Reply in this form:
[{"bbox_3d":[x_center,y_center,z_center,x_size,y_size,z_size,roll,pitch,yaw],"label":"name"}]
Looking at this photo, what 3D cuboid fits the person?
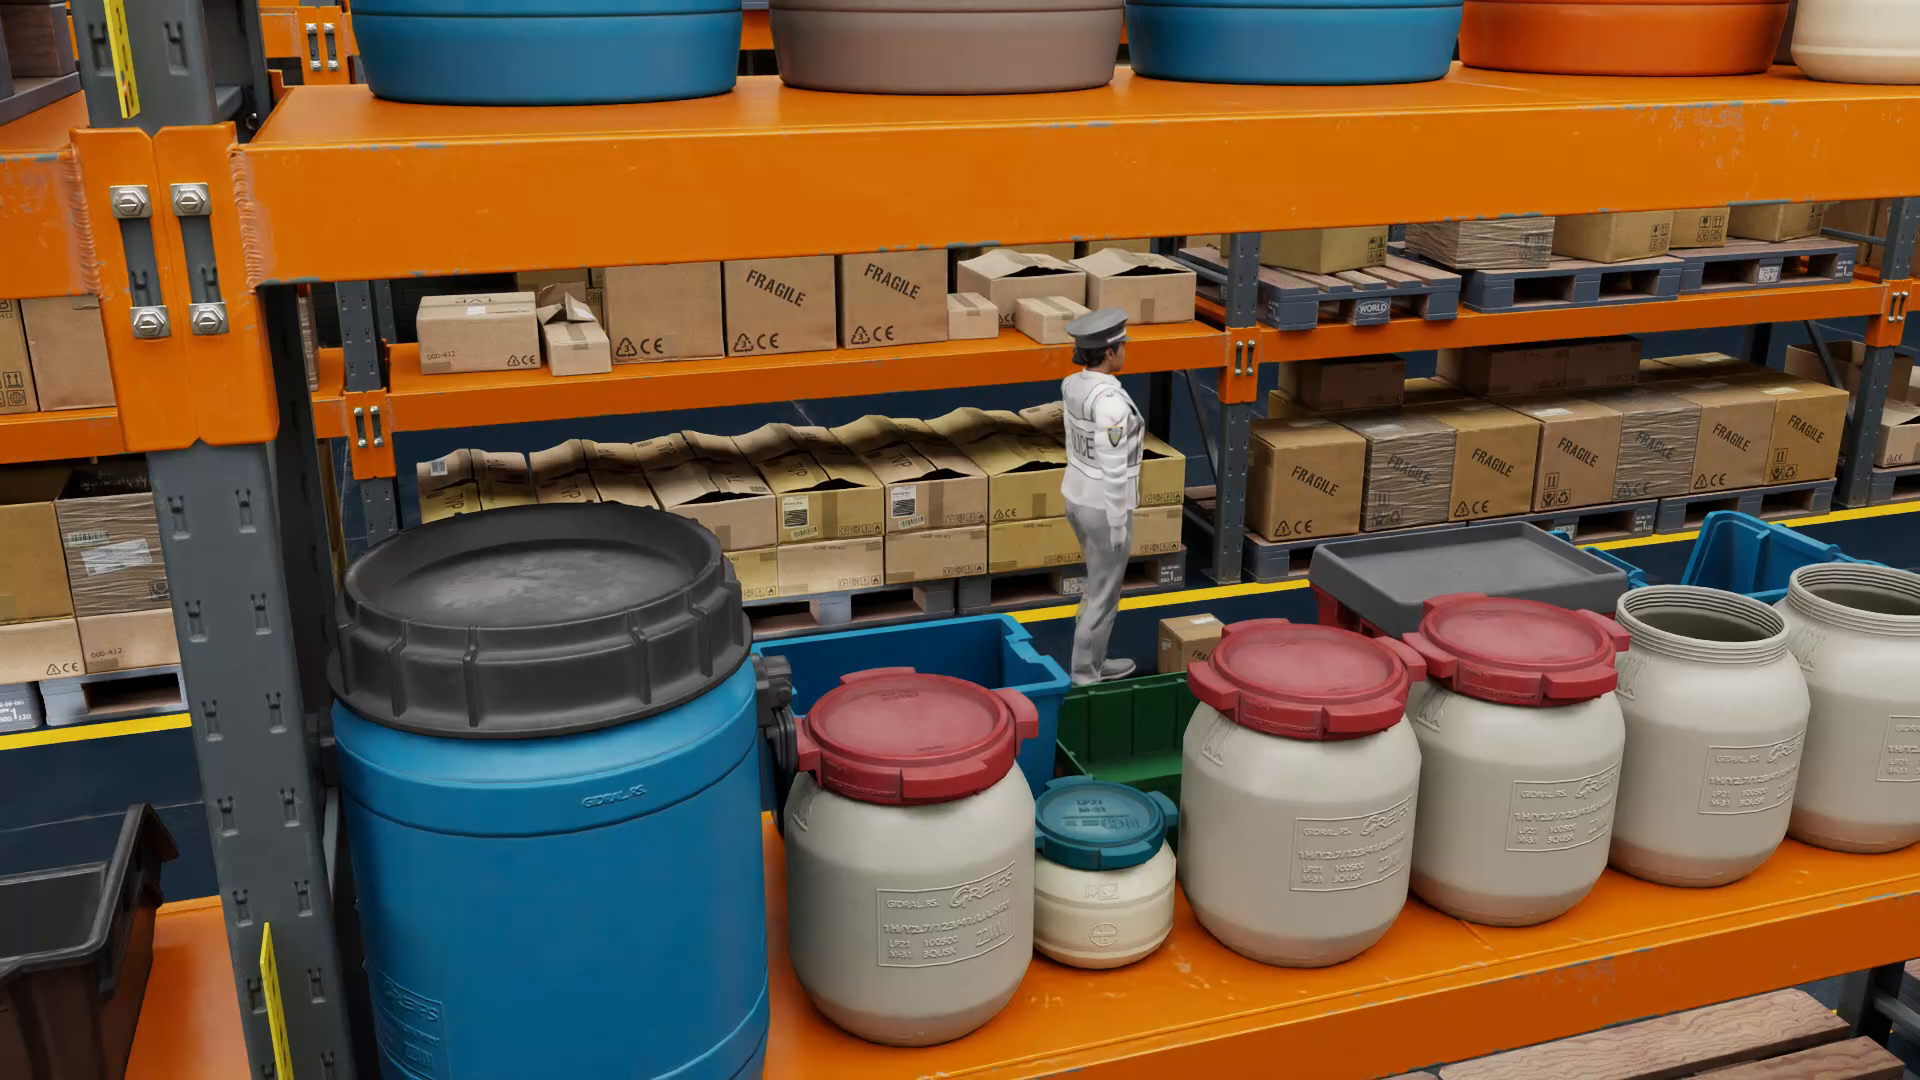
[{"bbox_3d":[0.617,-0.137,6.933,0.403,1.679,0.481,-6,20,-17],"label":"person"}]
